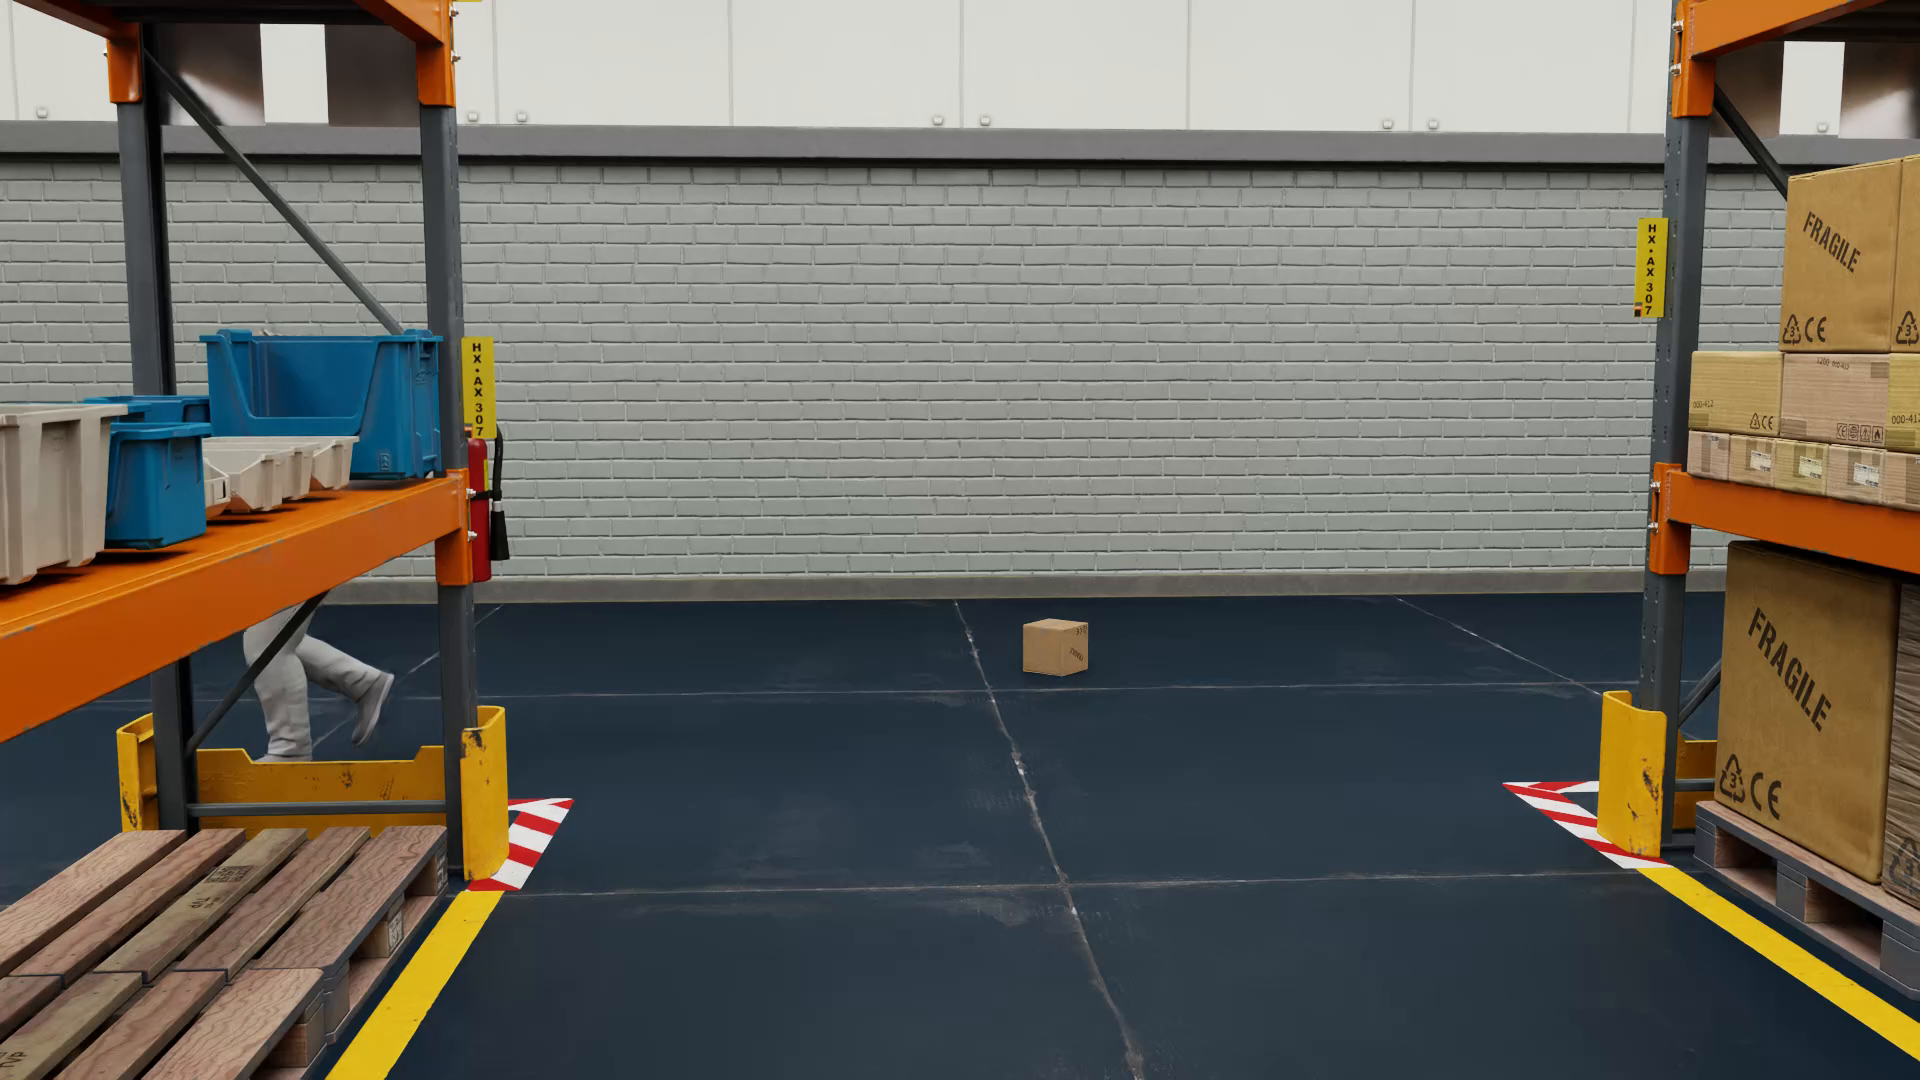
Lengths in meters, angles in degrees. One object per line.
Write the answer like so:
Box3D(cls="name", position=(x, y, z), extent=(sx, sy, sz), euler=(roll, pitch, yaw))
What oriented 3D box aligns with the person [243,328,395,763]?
Box3D(cls="person", position=(-2.595, 0.046, 6.588), extent=(0.675, 1.756, 0.534), euler=(-3, 8, -26))
